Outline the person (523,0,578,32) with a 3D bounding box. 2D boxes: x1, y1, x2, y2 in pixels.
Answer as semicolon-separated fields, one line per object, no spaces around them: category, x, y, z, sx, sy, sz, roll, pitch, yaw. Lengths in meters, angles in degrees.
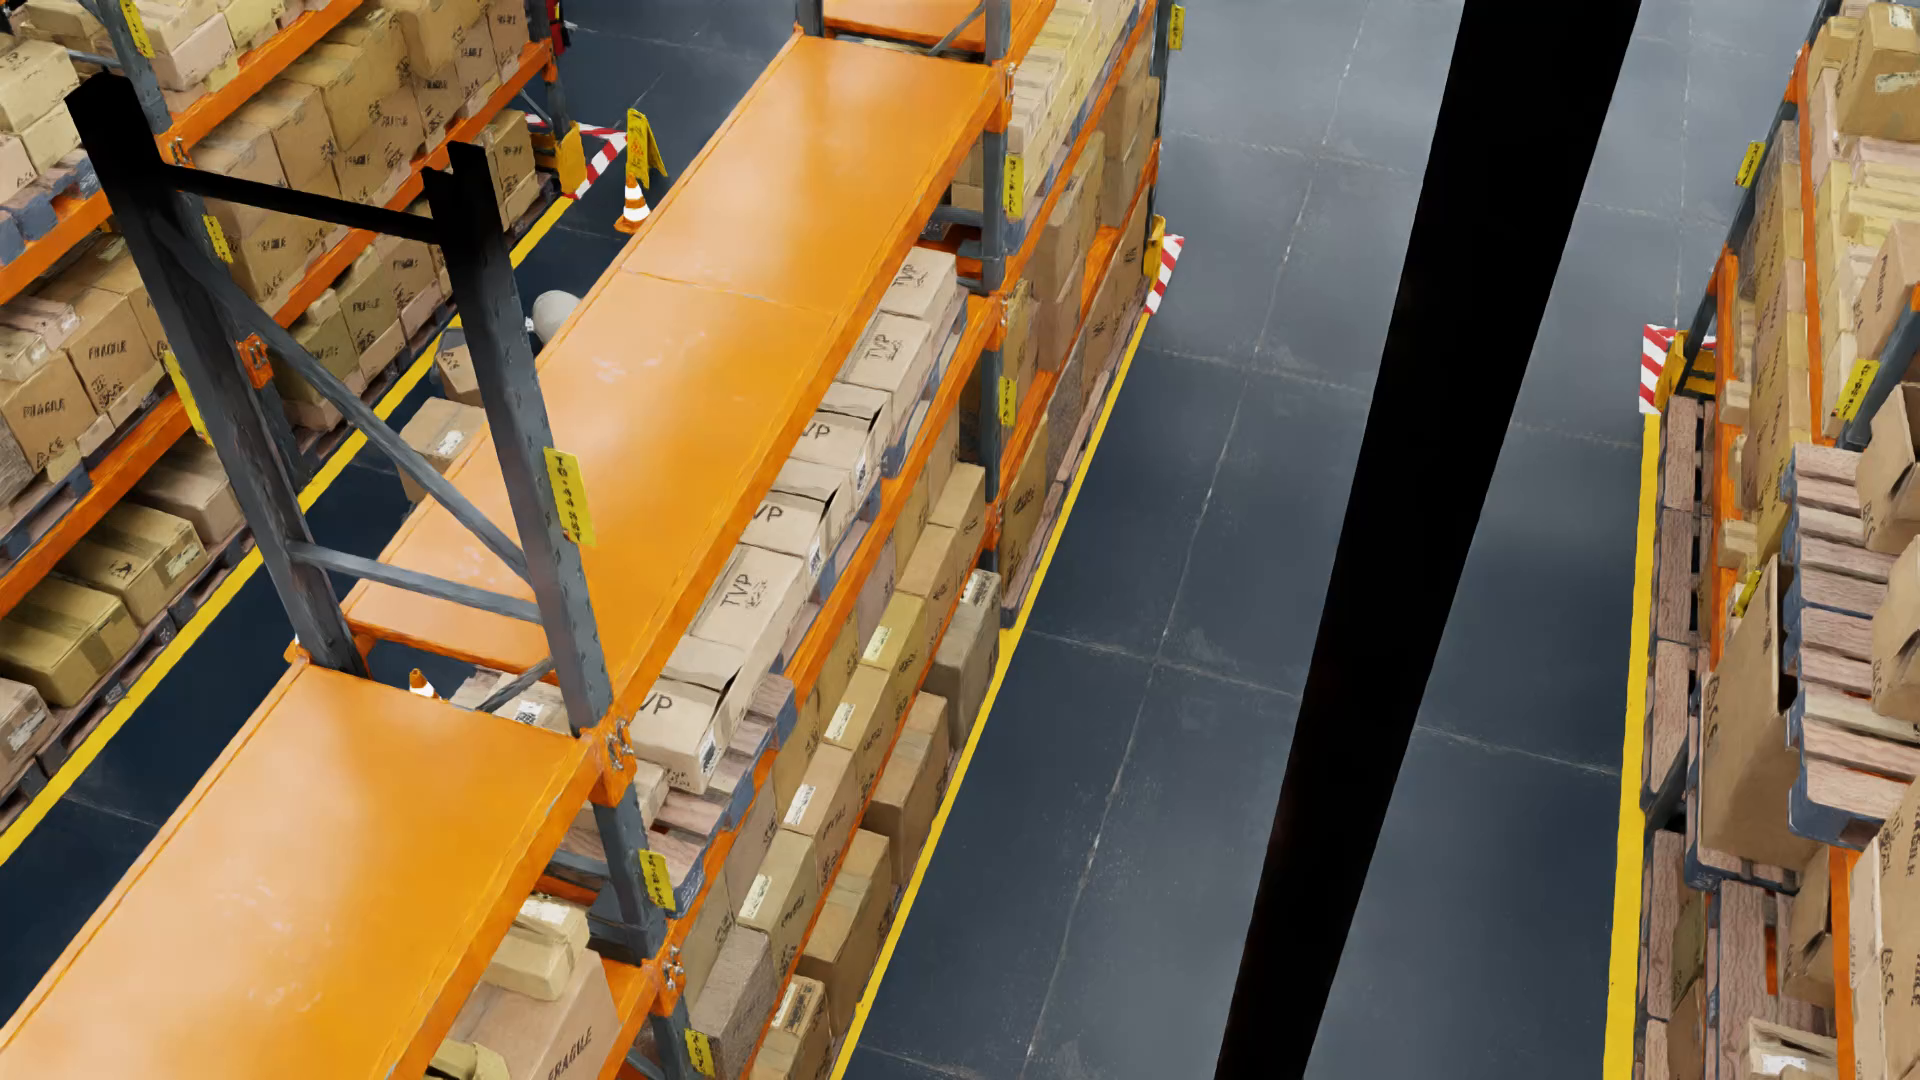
person;-3.940;-5.556;15.342;0.538;1.767;0.630;-6;46;-6
